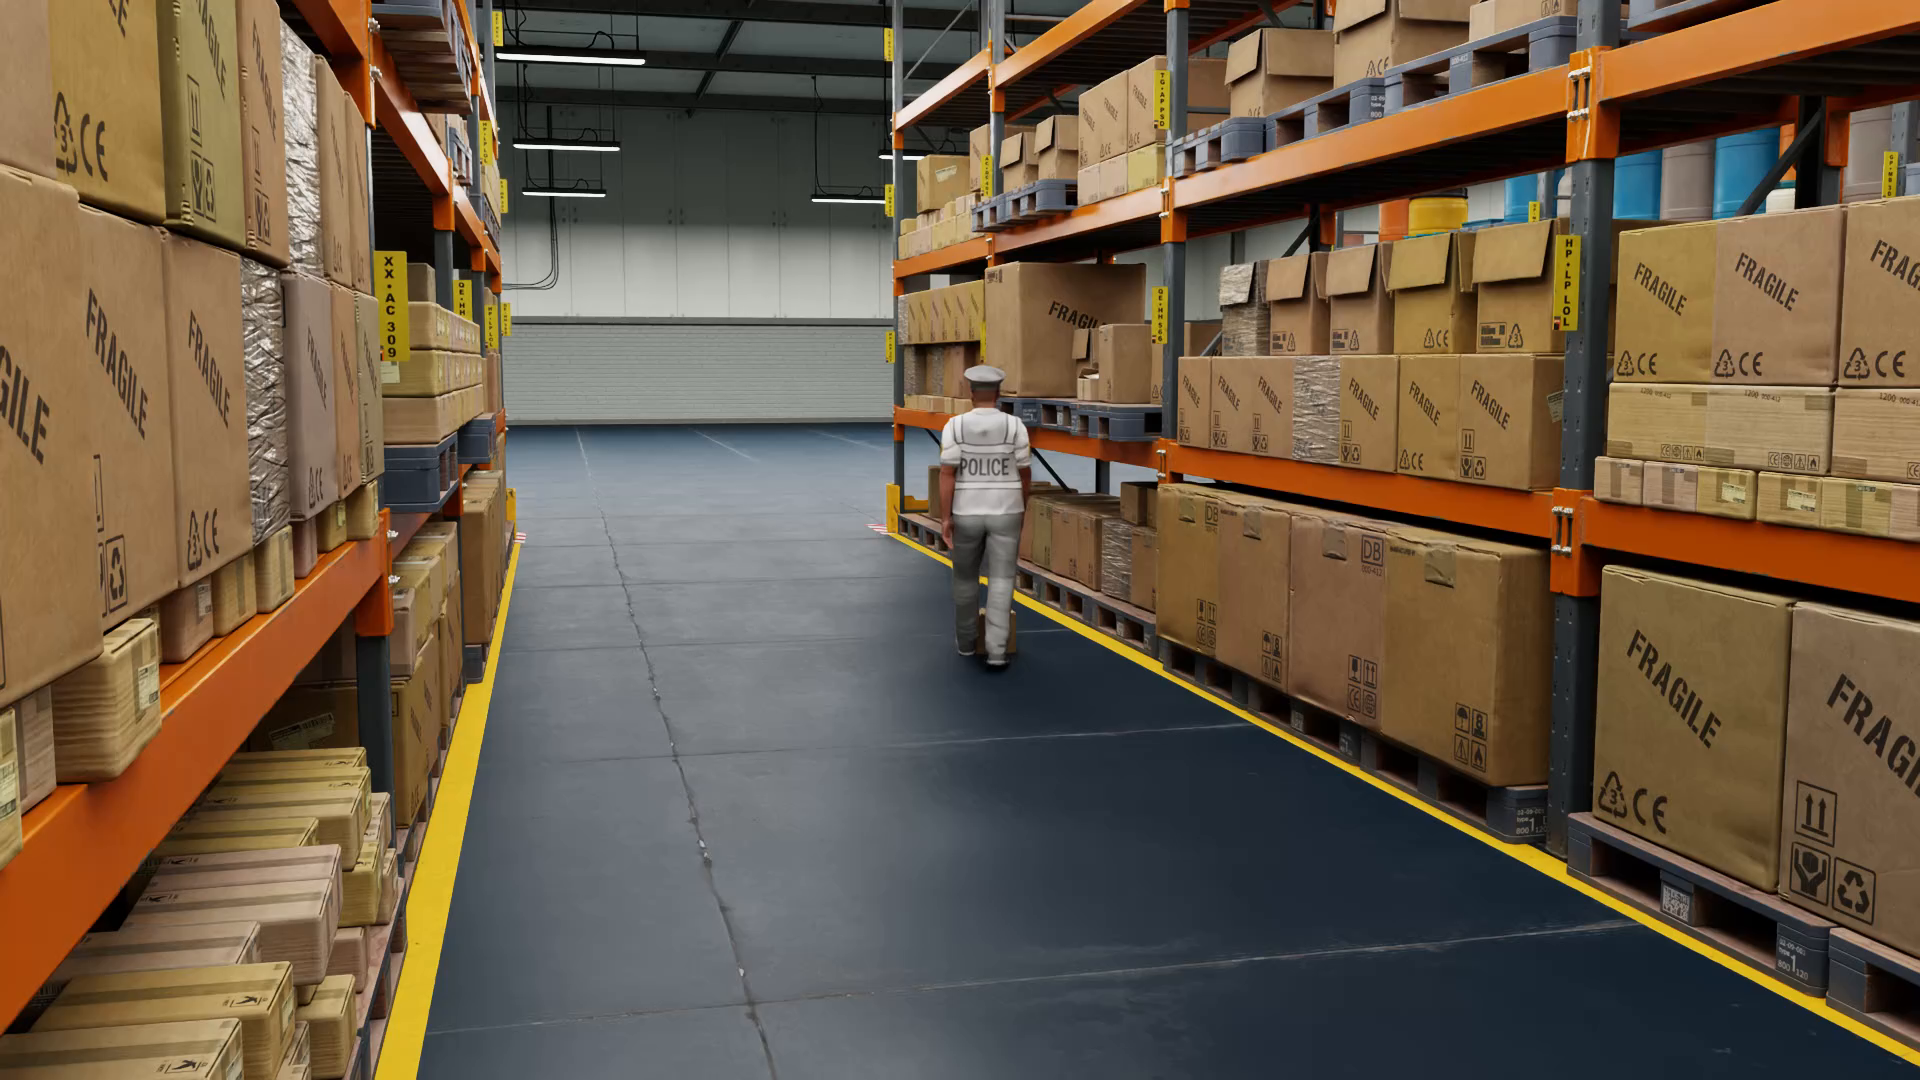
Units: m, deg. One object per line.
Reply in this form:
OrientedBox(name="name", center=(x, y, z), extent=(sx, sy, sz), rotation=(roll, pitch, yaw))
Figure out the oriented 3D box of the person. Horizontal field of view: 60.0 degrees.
OrientedBox(name="person", center=(0.162, -0.155, 9.842), extent=(0.537, 1.754, 0.776), rotation=(1, 6, 6))
